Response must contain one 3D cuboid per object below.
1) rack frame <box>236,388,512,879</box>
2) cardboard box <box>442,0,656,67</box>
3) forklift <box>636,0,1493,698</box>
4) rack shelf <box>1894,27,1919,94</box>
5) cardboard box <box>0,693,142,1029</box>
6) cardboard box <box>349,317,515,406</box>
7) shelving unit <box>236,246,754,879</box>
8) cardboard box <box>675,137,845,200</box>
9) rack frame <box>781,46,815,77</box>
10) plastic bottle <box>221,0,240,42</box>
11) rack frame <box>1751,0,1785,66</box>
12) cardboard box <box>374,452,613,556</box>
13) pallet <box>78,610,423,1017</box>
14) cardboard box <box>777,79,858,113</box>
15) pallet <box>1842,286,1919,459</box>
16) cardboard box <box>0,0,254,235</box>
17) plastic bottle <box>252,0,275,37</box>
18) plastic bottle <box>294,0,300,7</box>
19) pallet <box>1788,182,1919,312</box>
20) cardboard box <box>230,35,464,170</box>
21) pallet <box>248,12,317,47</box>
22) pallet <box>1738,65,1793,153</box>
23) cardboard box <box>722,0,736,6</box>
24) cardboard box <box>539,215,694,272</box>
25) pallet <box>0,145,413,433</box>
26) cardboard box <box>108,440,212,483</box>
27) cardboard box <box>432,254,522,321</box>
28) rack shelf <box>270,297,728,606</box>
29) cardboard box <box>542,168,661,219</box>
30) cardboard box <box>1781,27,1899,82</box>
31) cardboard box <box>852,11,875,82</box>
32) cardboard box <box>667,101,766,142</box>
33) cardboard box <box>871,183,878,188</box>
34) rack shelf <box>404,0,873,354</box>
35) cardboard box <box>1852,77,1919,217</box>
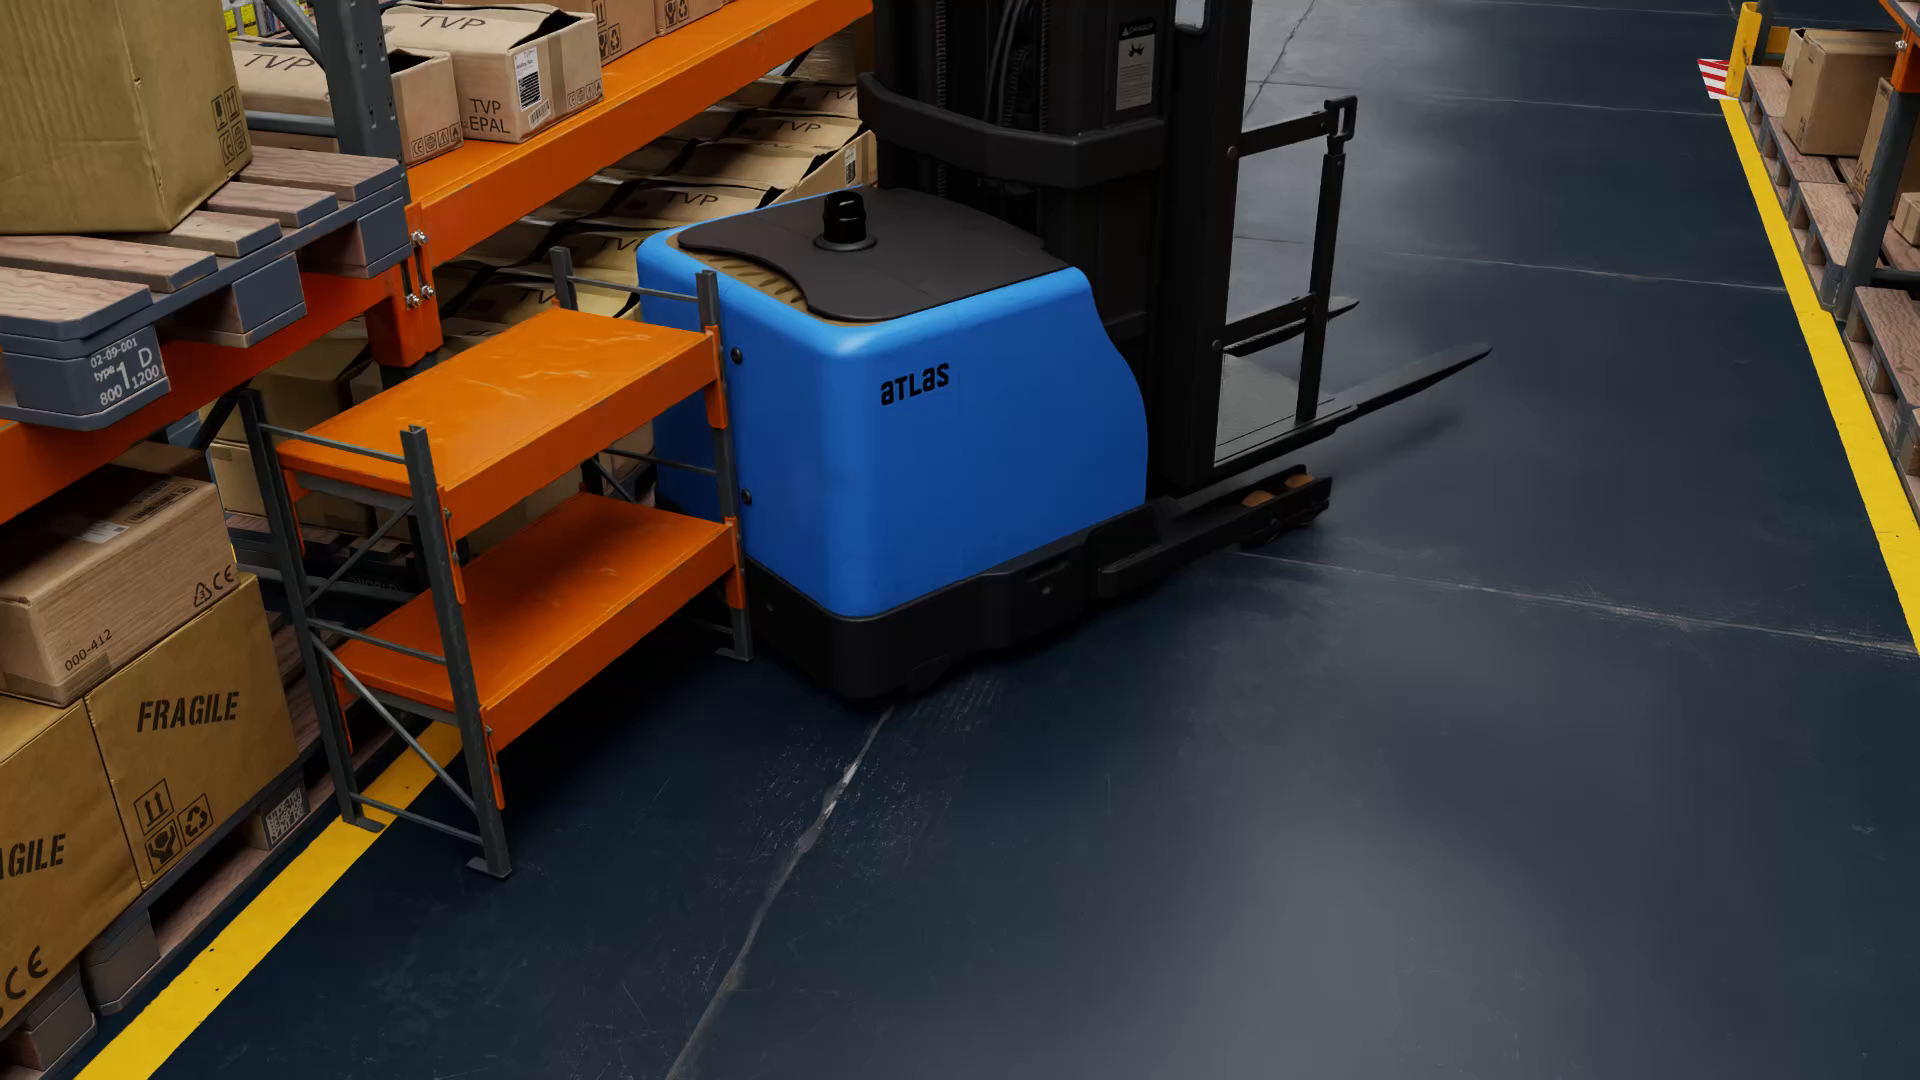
[{"bbox_3d":[-1.278,0.229,3.667,0.500,1.125,0.032,12,31,24],"label":"rack frame"},{"bbox_3d":[-1.328,-1.830,5.352,0.500,0.500,0.500,7,30,12],"label":"cardboard box"},{"bbox_3d":[0.560,-1.446,4.834,3.031,2.935,1.130,-22,36,-34],"label":"forklift"},{"bbox_3d":[3.519,-0.915,4.548,1.077,0.370,4.000,8,30,15],"label":"rack shelf"},{"bbox_3d":[-2.007,0.604,3.197,0.500,0.500,0.500,7,30,13],"label":"cardboard box"},{"bbox_3d":[-1.370,-0.433,4.763,0.500,0.311,0.500,10,30,17],"label":"cardboard box"},{"bbox_3d":[-1.047,0.009,4.063,0.538,1.125,1.048,12,31,24],"label":"shelving unit"},{"bbox_3d":[-0.771,-1.387,6.478,0.500,0.311,0.500,8,30,15],"label":"cardboard box"},{"bbox_3d":[-0.631,-2.863,7.312,1.000,3.000,0.127,8,30,15],"label":"rack frame"},{"bbox_3d":[-4.551,-3.208,10.203,0.144,0.351,0.185,8,30,14],"label":"plastic bottle"},{"bbox_3d":[5.280,-4.017,9.386,1.000,3.000,0.127,8,30,15],"label":"rack frame"},{"bbox_3d":[-1.370,-0.188,4.899,0.500,0.250,0.500,8,30,15],"label":"cardboard box"},{"bbox_3d":[-2.060,0.556,4.034,1.003,0.211,1.213,8,30,15],"label":"pallet"},{"bbox_3d":[-0.476,-1.861,7.330,0.500,0.311,0.500,8,30,15],"label":"cardboard box"},{"bbox_3d":[3.879,-0.578,6.071,1.003,0.211,1.213,8,30,15],"label":"pallet"},{"bbox_3d":[-1.882,-0.923,3.289,0.700,0.500,0.500,-1,29,-2],"label":"cardboard box"},{"bbox_3d":[-4.452,-3.339,10.516,0.152,0.276,0.135,8,30,13],"label":"plastic bottle"},{"bbox_3d":[-4.328,-3.463,10.732,0.061,0.283,0.133,9,30,16],"label":"plastic bottle"},{"bbox_3d":[4.269,-1.257,7.292,1.003,0.211,1.213,8,30,15],"label":"pallet"},{"bbox_3d":[-1.656,-1.128,4.285,0.500,0.311,0.500,10,31,18],"label":"cardboard box"},{"bbox_3d":[-4.772,-3.228,10.836,1.003,0.211,1.213,8,30,15],"label":"pallet"},{"bbox_3d":[4.985,-2.391,9.331,1.003,0.211,1.213,8,30,15],"label":"pallet"},{"bbox_3d":[-1.026,-2.308,6.210,0.500,0.500,0.500,11,31,18],"label":"cardboard box"},{"bbox_3d":[-1.072,-0.915,5.629,0.500,0.311,0.500,8,30,14],"label":"cardboard box"},{"bbox_3d":[-1.937,-0.596,3.433,1.213,0.211,1.003,8,30,15],"label":"pallet"},{"bbox_3d":[-2.212,0.066,4.164,0.500,0.500,0.500,10,31,17],"label":"cardboard box"},{"bbox_3d":[-1.740,-0.753,5.337,0.500,0.311,0.500,8,30,14],"label":"cardboard box"},{"bbox_3d":[-1.054,-0.248,3.924,0.538,0.278,1.000,12,31,24],"label":"rack shelf"},{"bbox_3d":[-1.440,-1.219,6.176,0.500,0.311,0.500,9,30,16],"label":"cardboard box"},{"bbox_3d":[4.991,-2.726,9.378,0.500,0.311,0.500,5,30,9],"label":"cardboard box"},{"bbox_3d":[-0.195,-2.344,8.003,0.500,0.500,0.500,8,30,15],"label":"cardboard box"},{"bbox_3d":[-1.142,-1.702,7.044,0.500,0.311,0.500,8,30,14],"label":"cardboard box"},{"bbox_3d":[-0.626,-1.377,7.035,0.500,0.250,0.500,8,30,14],"label":"cardboard box"},{"bbox_3d":[-1.218,-1.620,5.816,1.077,0.370,4.000,8,30,15],"label":"rack shelf"},{"bbox_3d":[4.372,-1.746,7.422,0.500,0.500,0.500,6,30,11],"label":"cardboard box"}]
